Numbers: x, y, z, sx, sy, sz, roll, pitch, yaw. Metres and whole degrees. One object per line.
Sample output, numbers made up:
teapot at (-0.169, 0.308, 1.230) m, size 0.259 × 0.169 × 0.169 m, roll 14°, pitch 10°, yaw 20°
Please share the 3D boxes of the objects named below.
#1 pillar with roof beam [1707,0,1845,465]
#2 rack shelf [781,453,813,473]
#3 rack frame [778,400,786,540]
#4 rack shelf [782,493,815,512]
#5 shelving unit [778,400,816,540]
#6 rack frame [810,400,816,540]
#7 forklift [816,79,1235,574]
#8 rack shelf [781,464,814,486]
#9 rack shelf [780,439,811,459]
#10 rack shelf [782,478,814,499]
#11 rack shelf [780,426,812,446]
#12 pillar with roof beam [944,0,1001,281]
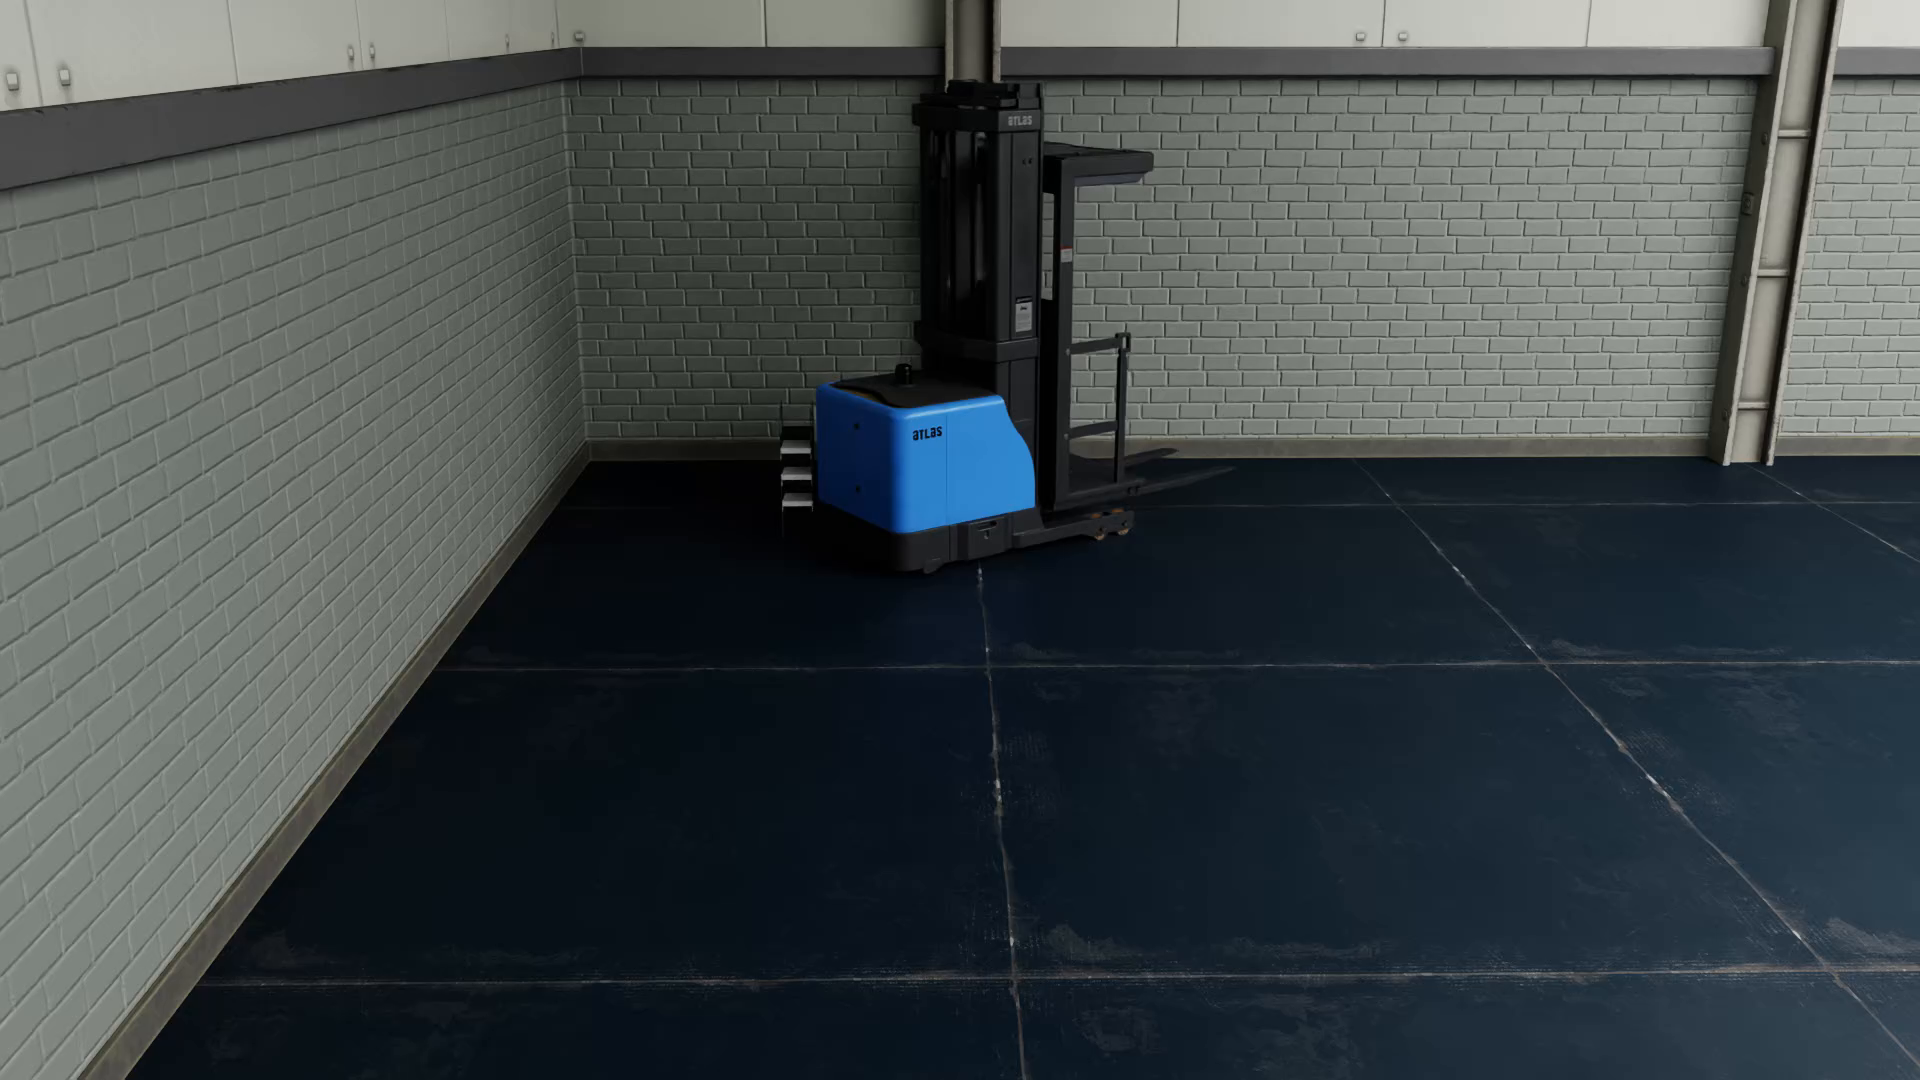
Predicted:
pillar with roof beam at (6.155, -3.595, 7.523) m, size 0.400 × 9.000 × 9.100 m, roll 0°, pitch 18°, yaw -1°
rack shelf at (-1.075, -0.517, 10.999) m, size 0.200 × 0.077 × 0.258 m, roll 0°, pitch 18°, yaw -1°
rack frame at (-1.177, -0.462, 11.014) m, size 0.006 × 0.900 × 0.240 m, roll 0°, pitch 18°, yaw -1°
rack shelf at (-1.075, -0.260, 11.082) m, size 0.200 × 0.077 × 0.258 m, roll 0°, pitch 18°, yaw -1°
shelving unit at (-1.075, -0.463, 11.017) m, size 0.210 × 0.900 × 0.258 m, roll 0°, pitch 18°, yaw -1°
rack frame at (-0.973, -0.463, 11.019) m, size 0.006 × 0.900 × 0.240 m, roll 0°, pitch 18°, yaw -1°
forklift at (0.555, -1.519, 10.983) m, size 3.031 × 2.935 × 1.130 m, roll -12°, pitch 21°, yaw -34°
rack shelf at (-1.075, -0.431, 11.027) m, size 0.200 × 0.077 × 0.258 m, roll 0°, pitch 18°, yaw -1°
rack shelf at (-1.075, -0.602, 10.972) m, size 0.200 × 0.077 × 0.258 m, roll 0°, pitch 18°, yaw -1°
rack shelf at (-1.075, -0.345, 11.054) m, size 0.200 × 0.077 × 0.258 m, roll 0°, pitch 18°, yaw -1°
rack shelf at (-1.075, -0.688, 10.944) m, size 0.200 × 0.077 × 0.258 m, roll 0°, pitch 18°, yaw -1°
pillar with roof beam at (0.156, -3.566, 7.433) m, size 0.400 × 9.000 × 9.100 m, roll 0°, pitch 18°, yaw -1°
